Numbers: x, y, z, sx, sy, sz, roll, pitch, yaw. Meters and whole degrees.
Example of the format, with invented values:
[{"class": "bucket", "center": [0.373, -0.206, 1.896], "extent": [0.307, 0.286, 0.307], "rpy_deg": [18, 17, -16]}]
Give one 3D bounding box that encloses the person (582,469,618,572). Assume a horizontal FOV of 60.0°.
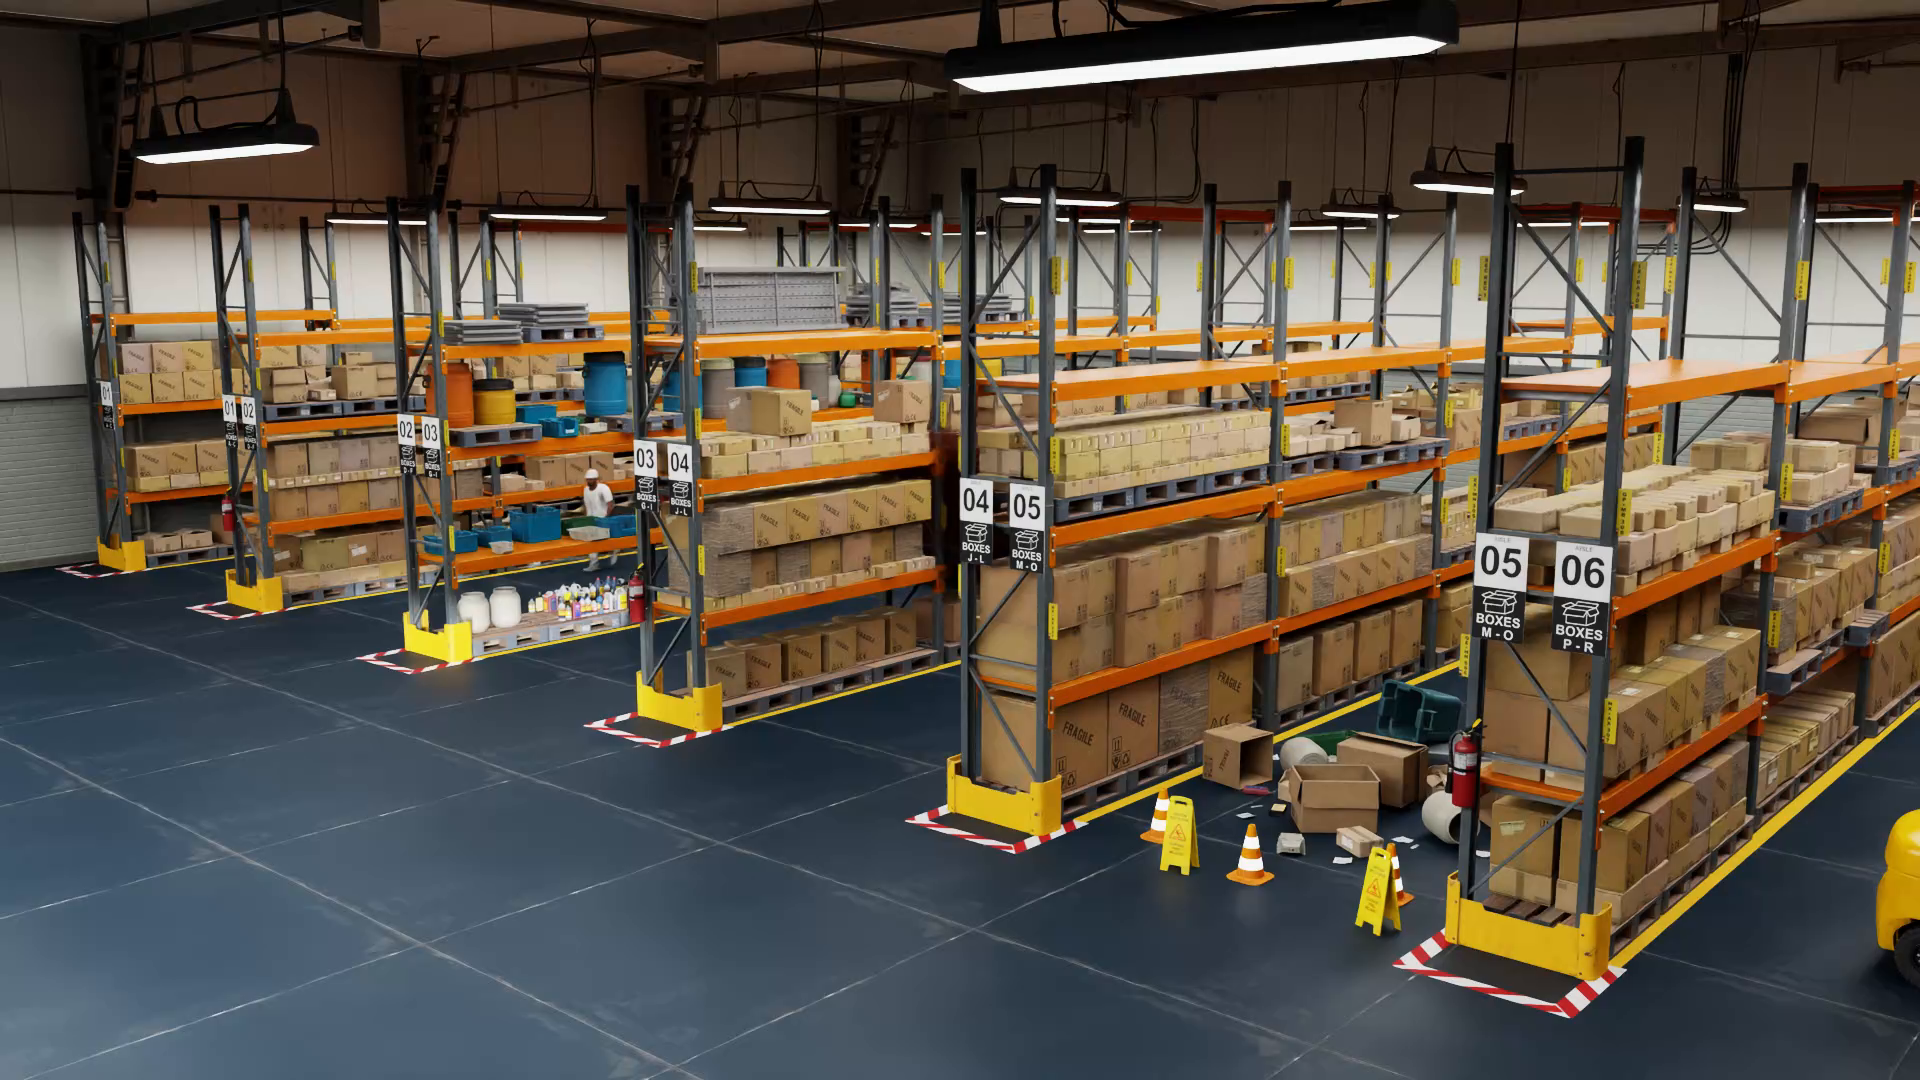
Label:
[{"class": "person", "center": [-6.102, -0.353, 28.168], "extent": [0.659, 1.744, 0.657], "rpy_deg": [5, 11, 30]}]
